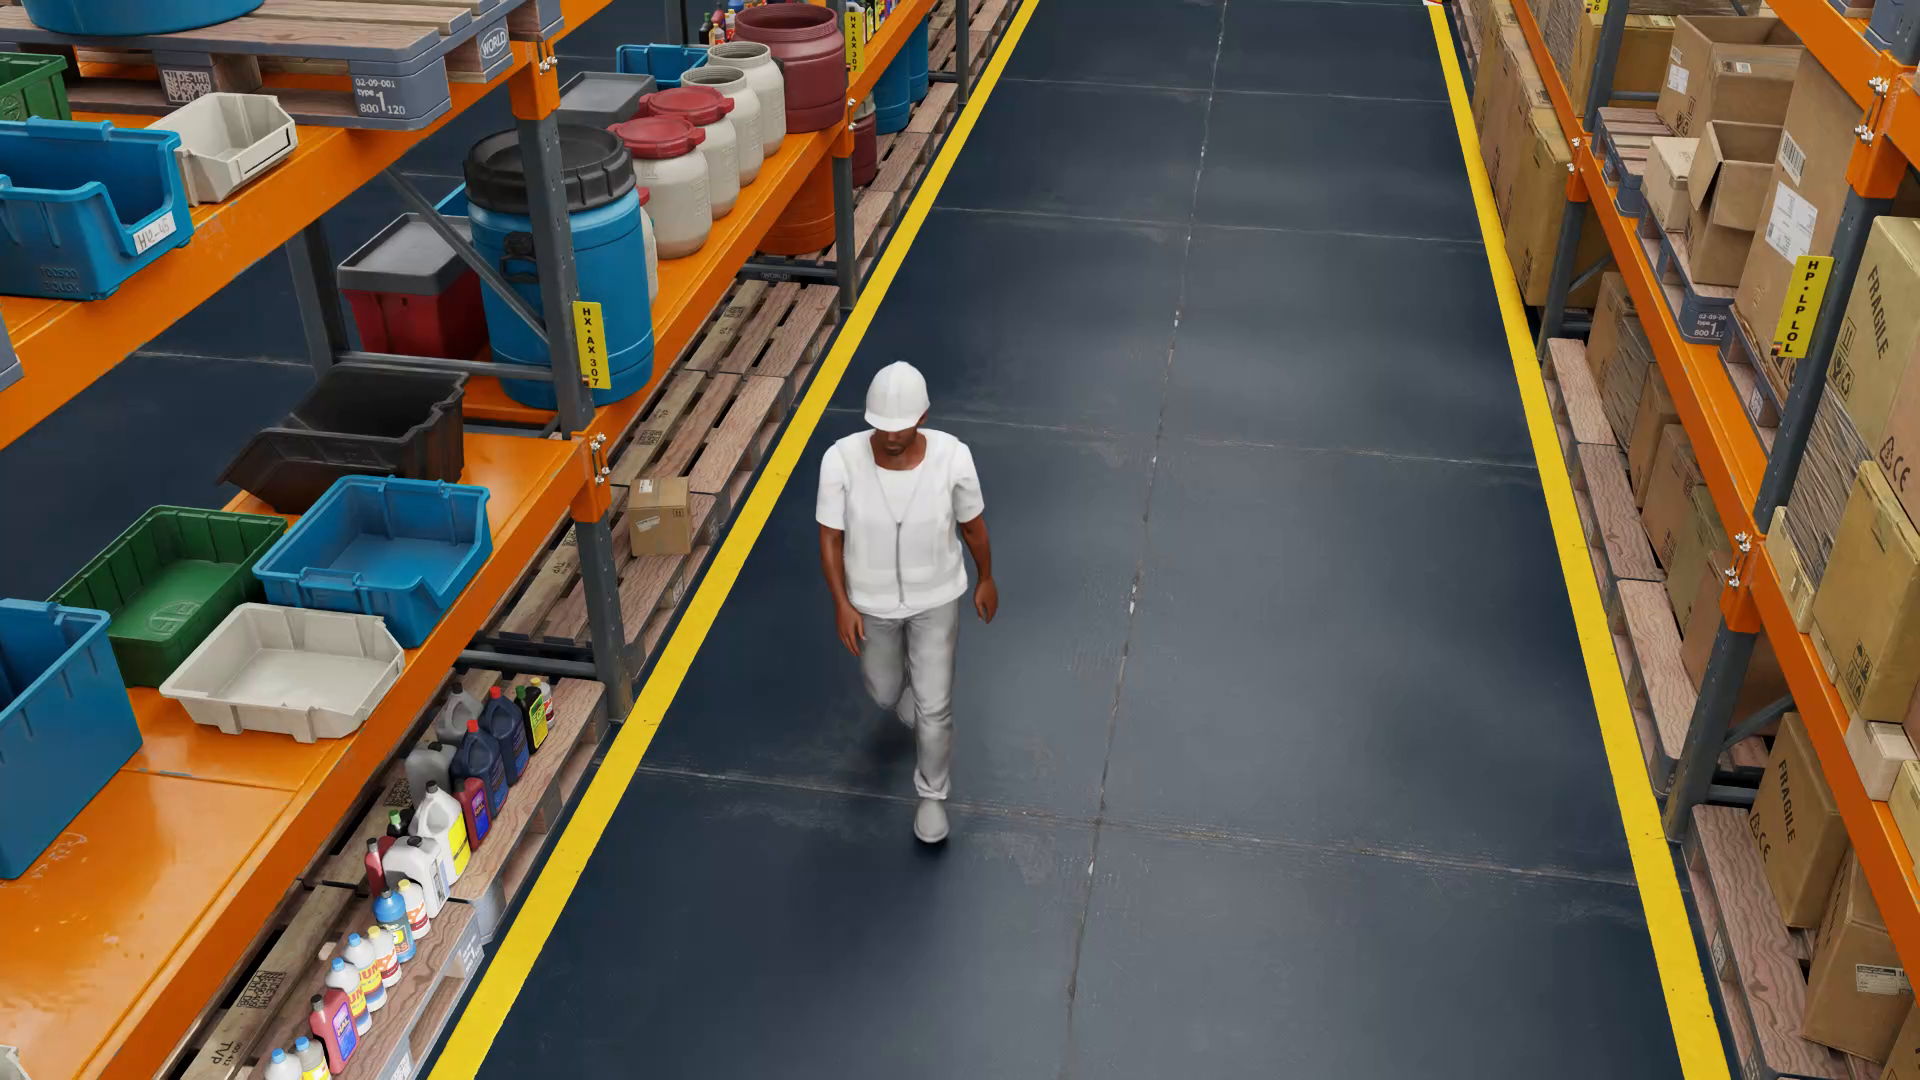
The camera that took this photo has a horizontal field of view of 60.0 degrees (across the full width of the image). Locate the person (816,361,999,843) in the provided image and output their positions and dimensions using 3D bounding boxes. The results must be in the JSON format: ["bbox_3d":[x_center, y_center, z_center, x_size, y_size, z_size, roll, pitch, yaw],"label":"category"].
[{"bbox_3d":[-0.179,0.169,5.852,0.624,1.741,0.831,2,32,3],"label":"person"}]
